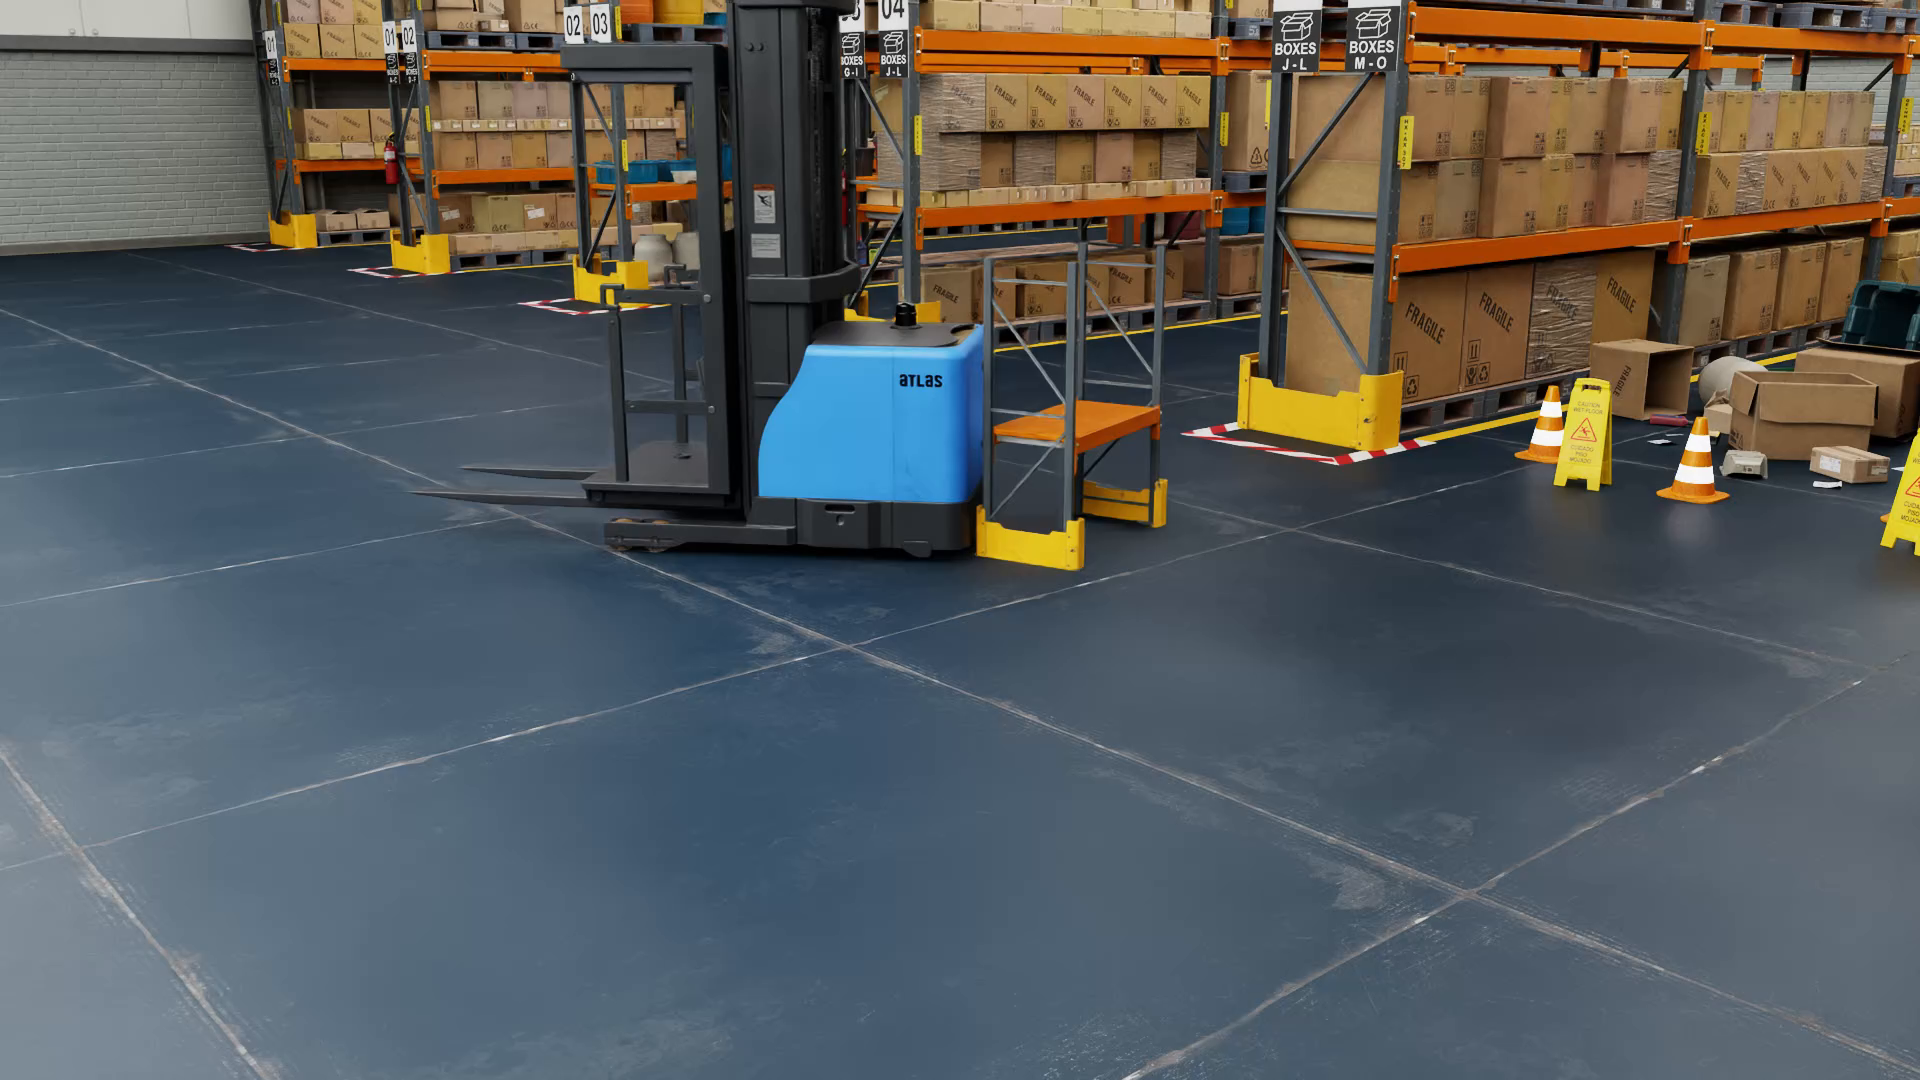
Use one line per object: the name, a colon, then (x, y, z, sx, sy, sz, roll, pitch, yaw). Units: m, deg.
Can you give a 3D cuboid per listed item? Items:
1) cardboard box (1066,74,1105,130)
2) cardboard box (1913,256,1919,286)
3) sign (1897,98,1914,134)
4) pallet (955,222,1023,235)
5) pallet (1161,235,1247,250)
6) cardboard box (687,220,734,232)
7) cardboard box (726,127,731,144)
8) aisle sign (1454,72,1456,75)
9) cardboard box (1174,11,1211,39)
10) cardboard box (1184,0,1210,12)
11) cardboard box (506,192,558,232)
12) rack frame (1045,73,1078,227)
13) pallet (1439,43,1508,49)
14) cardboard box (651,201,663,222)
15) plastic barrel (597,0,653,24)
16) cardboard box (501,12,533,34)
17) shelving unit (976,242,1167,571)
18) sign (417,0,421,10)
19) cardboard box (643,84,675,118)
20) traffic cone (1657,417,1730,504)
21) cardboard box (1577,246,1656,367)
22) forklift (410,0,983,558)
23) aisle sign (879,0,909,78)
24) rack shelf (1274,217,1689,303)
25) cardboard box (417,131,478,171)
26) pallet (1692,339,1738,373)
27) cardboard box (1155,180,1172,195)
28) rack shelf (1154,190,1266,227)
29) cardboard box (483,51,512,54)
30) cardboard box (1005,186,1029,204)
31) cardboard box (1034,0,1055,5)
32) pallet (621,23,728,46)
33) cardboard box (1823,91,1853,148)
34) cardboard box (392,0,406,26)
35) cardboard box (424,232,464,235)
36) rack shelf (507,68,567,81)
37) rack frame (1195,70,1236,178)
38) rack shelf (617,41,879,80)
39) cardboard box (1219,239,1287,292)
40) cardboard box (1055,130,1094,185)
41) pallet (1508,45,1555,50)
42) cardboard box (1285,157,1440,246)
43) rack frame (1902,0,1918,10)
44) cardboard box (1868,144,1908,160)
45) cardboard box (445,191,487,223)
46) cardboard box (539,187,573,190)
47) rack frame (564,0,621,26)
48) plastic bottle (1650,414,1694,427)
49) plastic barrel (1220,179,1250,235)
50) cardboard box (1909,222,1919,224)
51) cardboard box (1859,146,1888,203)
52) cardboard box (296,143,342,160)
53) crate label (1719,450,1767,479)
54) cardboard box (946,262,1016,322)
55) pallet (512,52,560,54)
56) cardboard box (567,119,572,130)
cardboard box: (1.009, -4.123, 15.666, 0.500, 0.500, 0.500, -13, 19, -39)
cardboard box: (9.576, -2.677, 16.991, 0.500, 0.500, 0.500, -12, 19, -39)
sign: (8.865, -3.978, 15.587, 0.005, 0.325, 0.100, -13, 19, -39)
pallet: (0.326, -5.416, 28.616, 1.213, 0.211, 1.003, -13, 19, -39)
pallet: (3.554, -4.473, 25.088, 1.213, 0.211, 1.003, -13, 19, -39)
cardboard box: (-3.732, -4.655, 24.879, 0.500, 0.250, 0.500, -13, 20, -41)
cardboard box: (-3.212, -6.025, 25.300, 0.500, 0.500, 0.500, -11, 18, -35)
aisle sign: (8.349, -8.040, 27.998, 0.004, 0.787, 0.394, -13, 19, -39)
cardboard box: (2.128, -5.080, 16.434, 0.500, 0.250, 0.500, -12, 19, -37)
cardboard box: (2.245, -5.289, 16.445, 0.250, 0.149, 0.380, -12, 19, -38)
cardboard box: (-5.921, -4.540, 22.994, 0.500, 0.500, 0.500, -13, 19, -39)
rack frame: (1.836, -7.116, 29.577, 0.127, 3.000, 1.000, -13, 19, -39)
pallet: (5.769, -5.986, 19.902, 1.003, 0.211, 1.213, -12, 19, -37)
cardboard box: (-4.754, -4.980, 24.641, 0.500, 0.500, 0.500, -13, 19, -39)
plastic barrel: (-3.685, -6.085, 18.258, 0.708, 0.830, 0.600, -13, 19, -39)
cardboard box: (-6.102, -7.100, 22.794, 0.500, 0.311, 0.500, -10, 18, -33)
shelving unit: (0.601, -0.729, 8.574, 0.587, 1.500, 1.083, 9, 17, 30)
sign: (-6.857, -6.884, 21.048, 0.005, 0.325, 0.100, -13, 19, -39)
cardboard box: (-4.530, -6.359, 24.037, 0.500, 0.500, 0.700, -13, 19, -39)
traffic cone: (4.281, -0.481, 9.655, 0.334, 0.463, 0.336, -13, 19, -39)
cardboard box: (4.960, -1.932, 13.474, 0.875, 0.875, 0.875, -12, 19, -39)
forklift: (-1.382, -1.482, 8.620, 3.031, 2.935, 1.130, 2, 15, 8)
aisle sign: (-0.566, -4.341, 14.151, 0.004, 0.787, 0.394, -13, 19, -39)
rack shelf: (3.972, -2.162, 12.427, 4.000, 0.370, 1.077, -13, 19, -39)
cardboard box: (-6.856, -5.208, 22.241, 0.500, 0.500, 0.700, -13, 19, -39)
pallet: (6.013, -1.647, 14.506, 1.213, 0.211, 1.003, -13, 19, -39)
cardboard box: (1.909, -3.545, 16.697, 0.250, 0.149, 0.380, -13, 19, -39)
rack shelf: (3.810, -3.823, 18.642, 4.000, 0.370, 1.077, -13, 19, -39)
cardboard box: (-7.674, -8.097, 27.207, 0.500, 0.500, 0.500, -12, 19, -38)
cardboard box: (0.423, -3.200, 15.403, 0.250, 0.149, 0.380, -13, 19, -39)
cardboard box: (0.646, -4.938, 15.131, 0.250, 0.149, 0.380, -14, 20, -42)
pallet: (-3.280, -5.597, 18.445, 1.213, 0.211, 1.003, -13, 19, -39)
cardboard box: (7.772, -3.898, 15.398, 0.500, 0.500, 0.700, -13, 20, -40)
cardboard box: (-9.142, -8.418, 26.471, 0.500, 0.500, 0.500, -13, 20, -39)
cardboard box: (-7.006, -4.106, 22.823, 0.500, 0.250, 0.500, -13, 19, -39)
rack shelf: (-5.945, -8.165, 29.086, 4.000, 0.370, 1.077, -13, 19, -39)
rack frame: (4.853, -7.793, 32.114, 0.127, 3.000, 1.000, -13, 19, -39)
rack shelf: (-2.459, -5.558, 19.328, 4.000, 0.370, 1.077, -13, 19, -39)
cardboard box: (3.150, -3.013, 18.209, 0.500, 0.500, 0.700, -13, 20, -40)
cardboard box: (0.805, -3.700, 16.021, 0.500, 0.500, 0.875, -13, 19, -39)
pallet: (6.611, -6.176, 20.614, 1.213, 0.211, 1.003, -12, 19, -37)
cardboard box: (2.713, -2.315, 11.314, 0.550, 0.550, 0.875, -13, 19, -39)
rack frame: (8.498, -6.425, 15.365, 0.127, 3.000, 1.000, -13, 19, -39)
cardboard box: (8.994, -3.794, 16.239, 0.250, 0.149, 0.380, -12, 19, -37)
cardboard box: (-8.210, -5.546, 27.690, 0.500, 0.500, 0.500, 14, 21, 43)
cardboard box: (-6.909, -5.857, 28.856, 0.500, 0.500, 0.700, -12, 19, -38)
rack frame: (-3.968, -7.016, 17.580, 0.127, 3.000, 1.000, -13, 19, -39)
plastic bottle: (5.057, -0.847, 11.802, 0.283, 0.061, 0.133, 8, 17, 28)
plastic barrel: (4.129, -5.131, 25.400, 0.708, 0.901, 0.600, -13, 19, -39)
cardboard box: (10.334, -3.209, 17.529, 0.500, 0.250, 0.500, -14, 20, -42)
cardboard box: (8.335, -3.446, 15.645, 0.500, 0.500, 0.500, -13, 19, -39)
cardboard box: (-9.895, -6.005, 25.670, 0.500, 0.250, 0.500, -13, 20, -41)
crate label: (4.834, -0.469, 10.241, 0.250, 0.136, 0.298, 5, 16, 18)
cardboard box: (0.194, -2.359, 15.801, 0.500, 0.500, 0.500, -7, 17, -25)
pallet: (-6.918, -8.167, 28.063, 1.003, 0.211, 1.213, -13, 19, -39)
cardboard box: (-5.421, -5.774, 23.104, 0.250, 0.149, 0.380, -12, 19, -38)
